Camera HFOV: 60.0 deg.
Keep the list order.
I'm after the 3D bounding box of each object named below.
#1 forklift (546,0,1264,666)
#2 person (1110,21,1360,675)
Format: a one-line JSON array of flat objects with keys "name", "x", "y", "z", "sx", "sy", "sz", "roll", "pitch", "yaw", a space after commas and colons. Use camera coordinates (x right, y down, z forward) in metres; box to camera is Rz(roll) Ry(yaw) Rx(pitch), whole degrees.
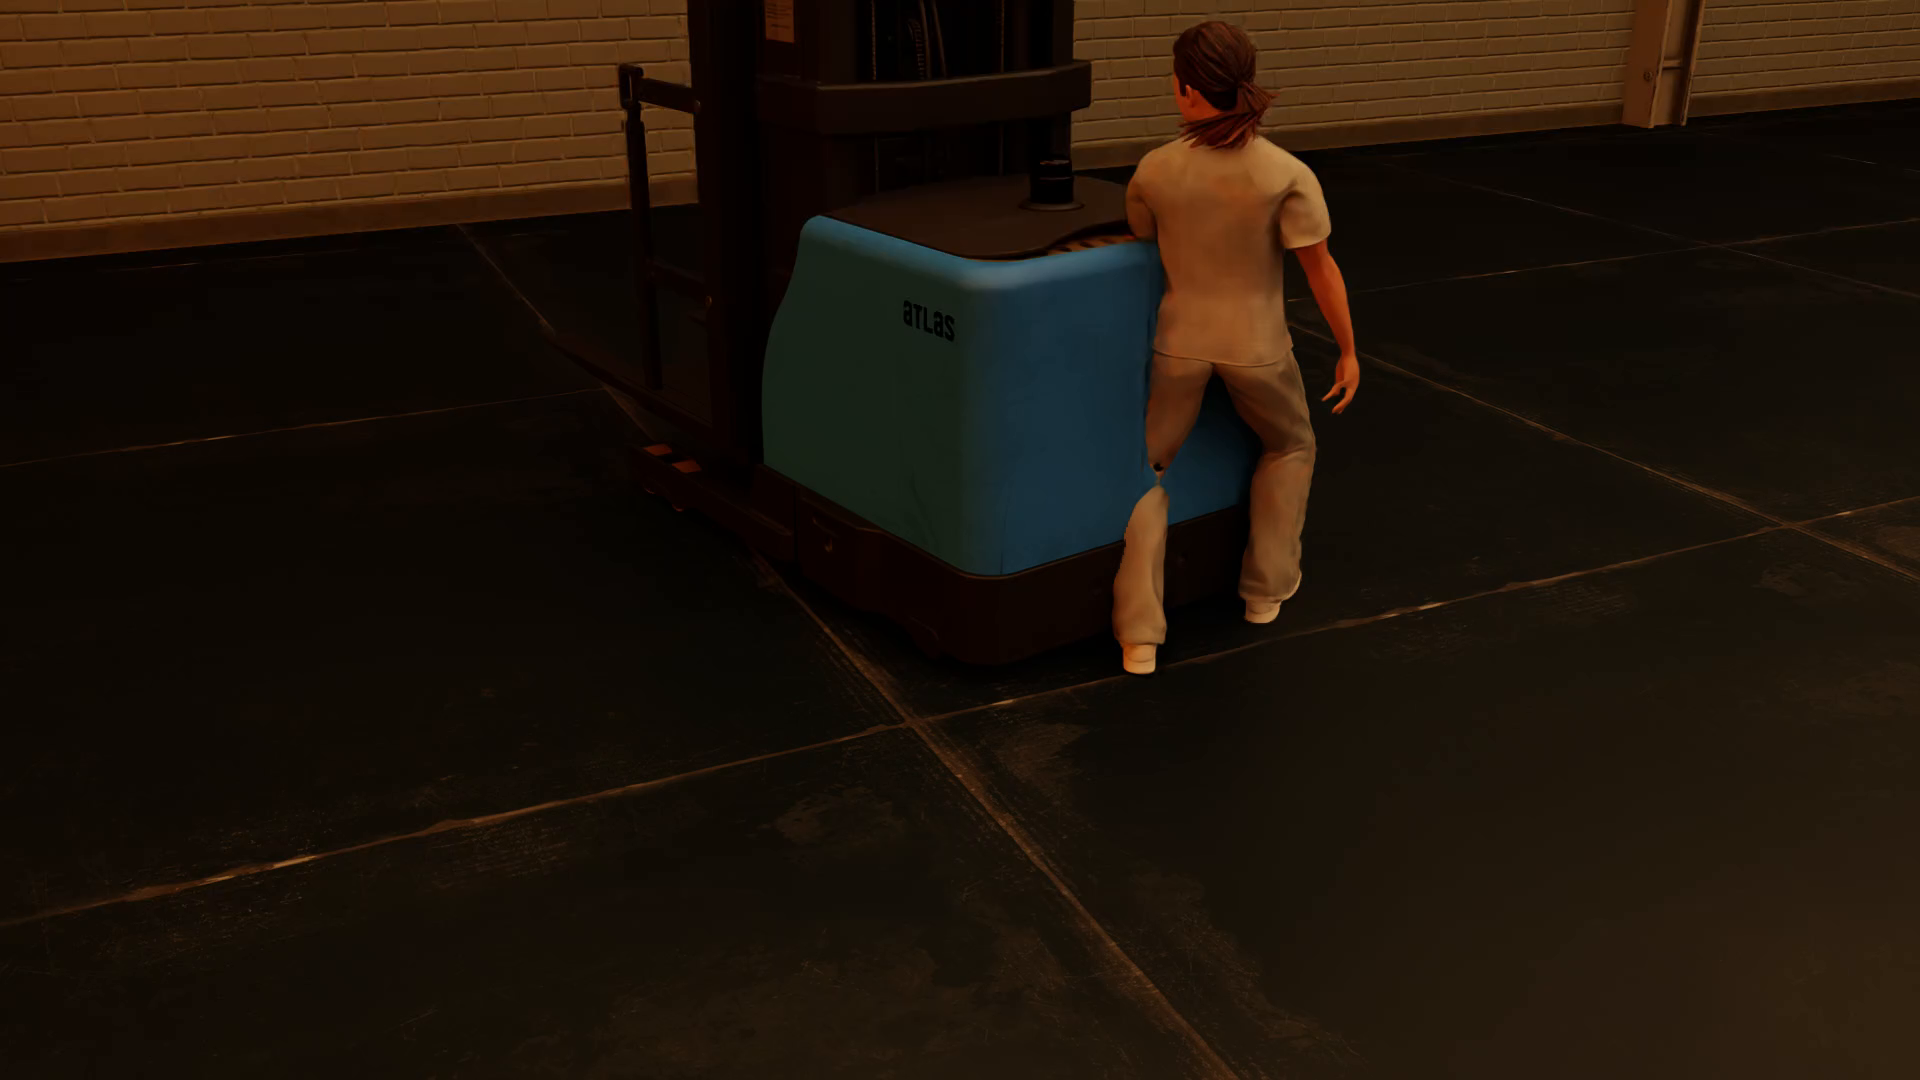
[{"name": "forklift", "x": -0.428, "y": -1.542, "z": 4.997, "sx": 1.130, "sy": 2.935, "sz": 3.031, "roll": -16, "pitch": 27, "yaw": -33}, {"name": "person", "x": 0.708, "y": -0.491, "z": 4.222, "sx": 0.602, "sy": 1.586, "sz": 0.666, "roll": 4, "pitch": 23, "yaw": 10}]
